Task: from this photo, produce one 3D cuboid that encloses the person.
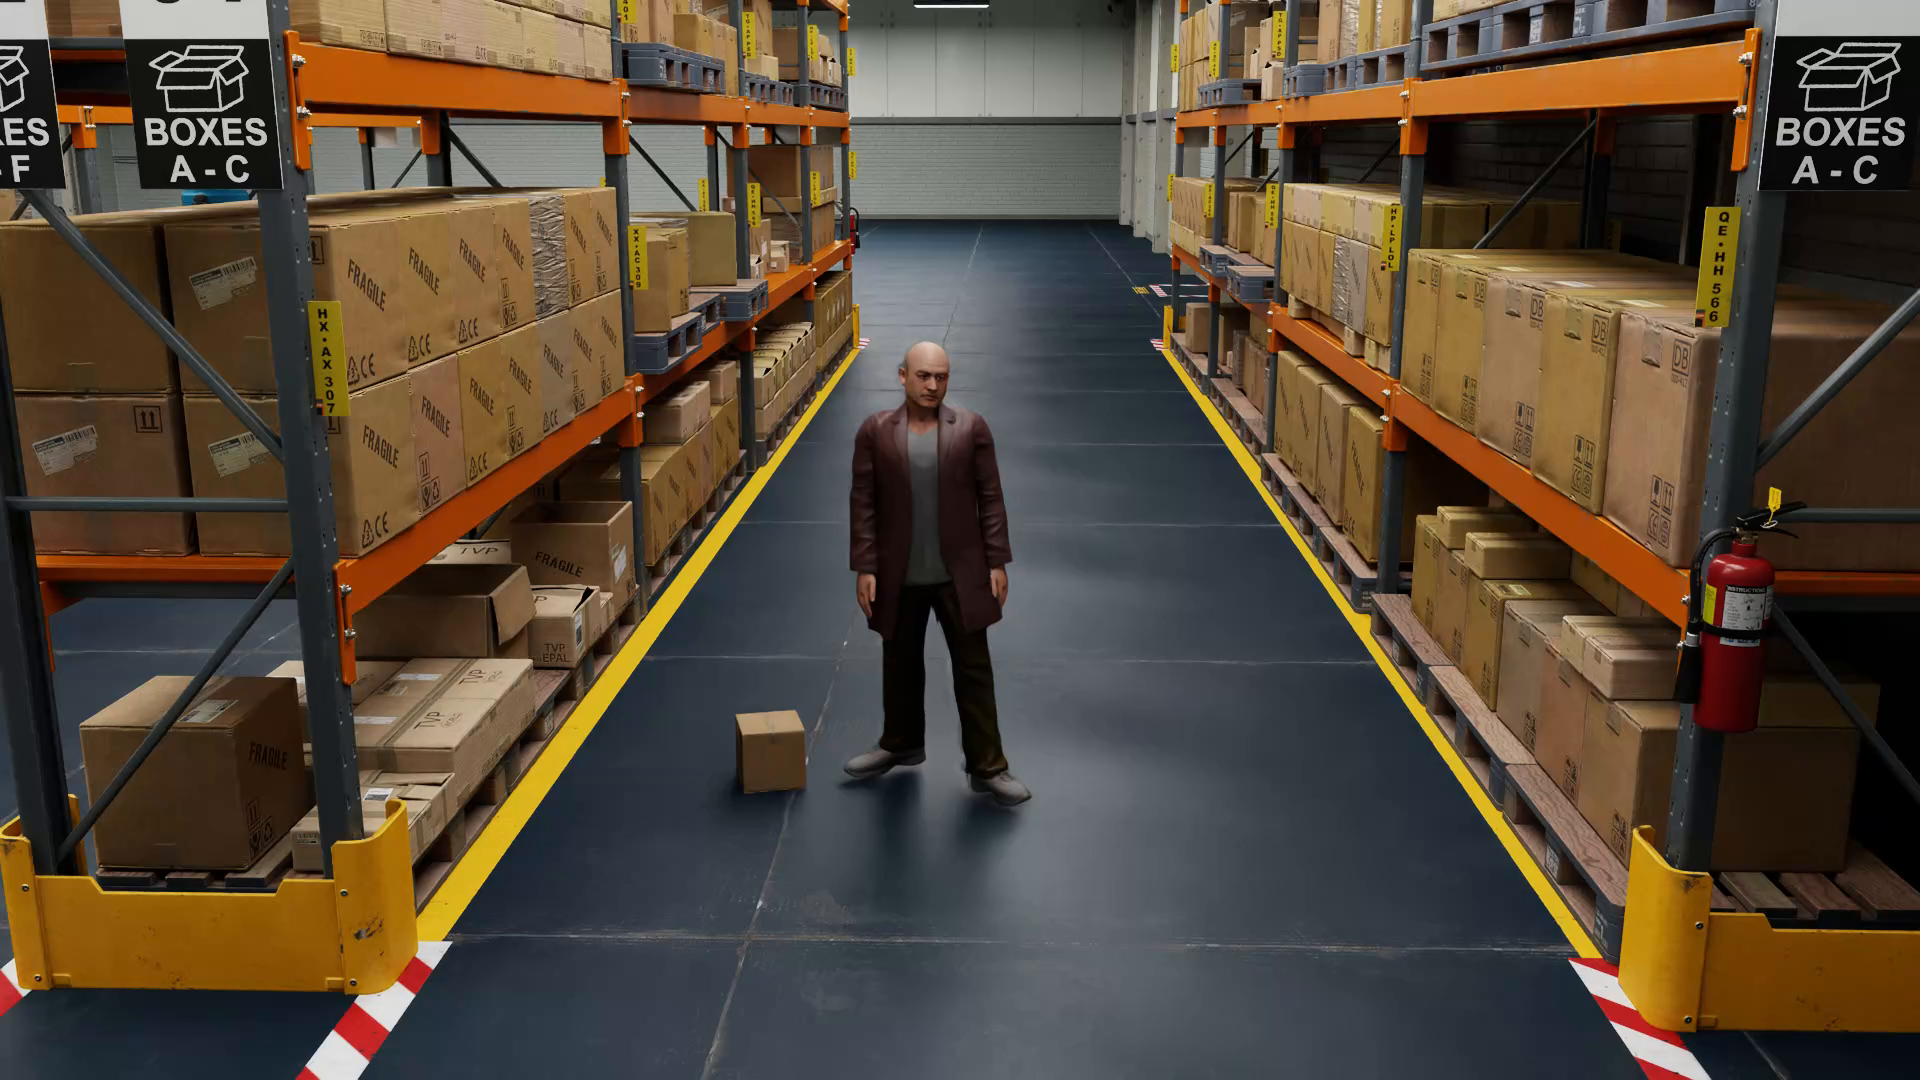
[{"bbox_3d":[-0.092,0.120,6.429,0.771,1.770,0.577,1,14,4],"label":"person"}]
